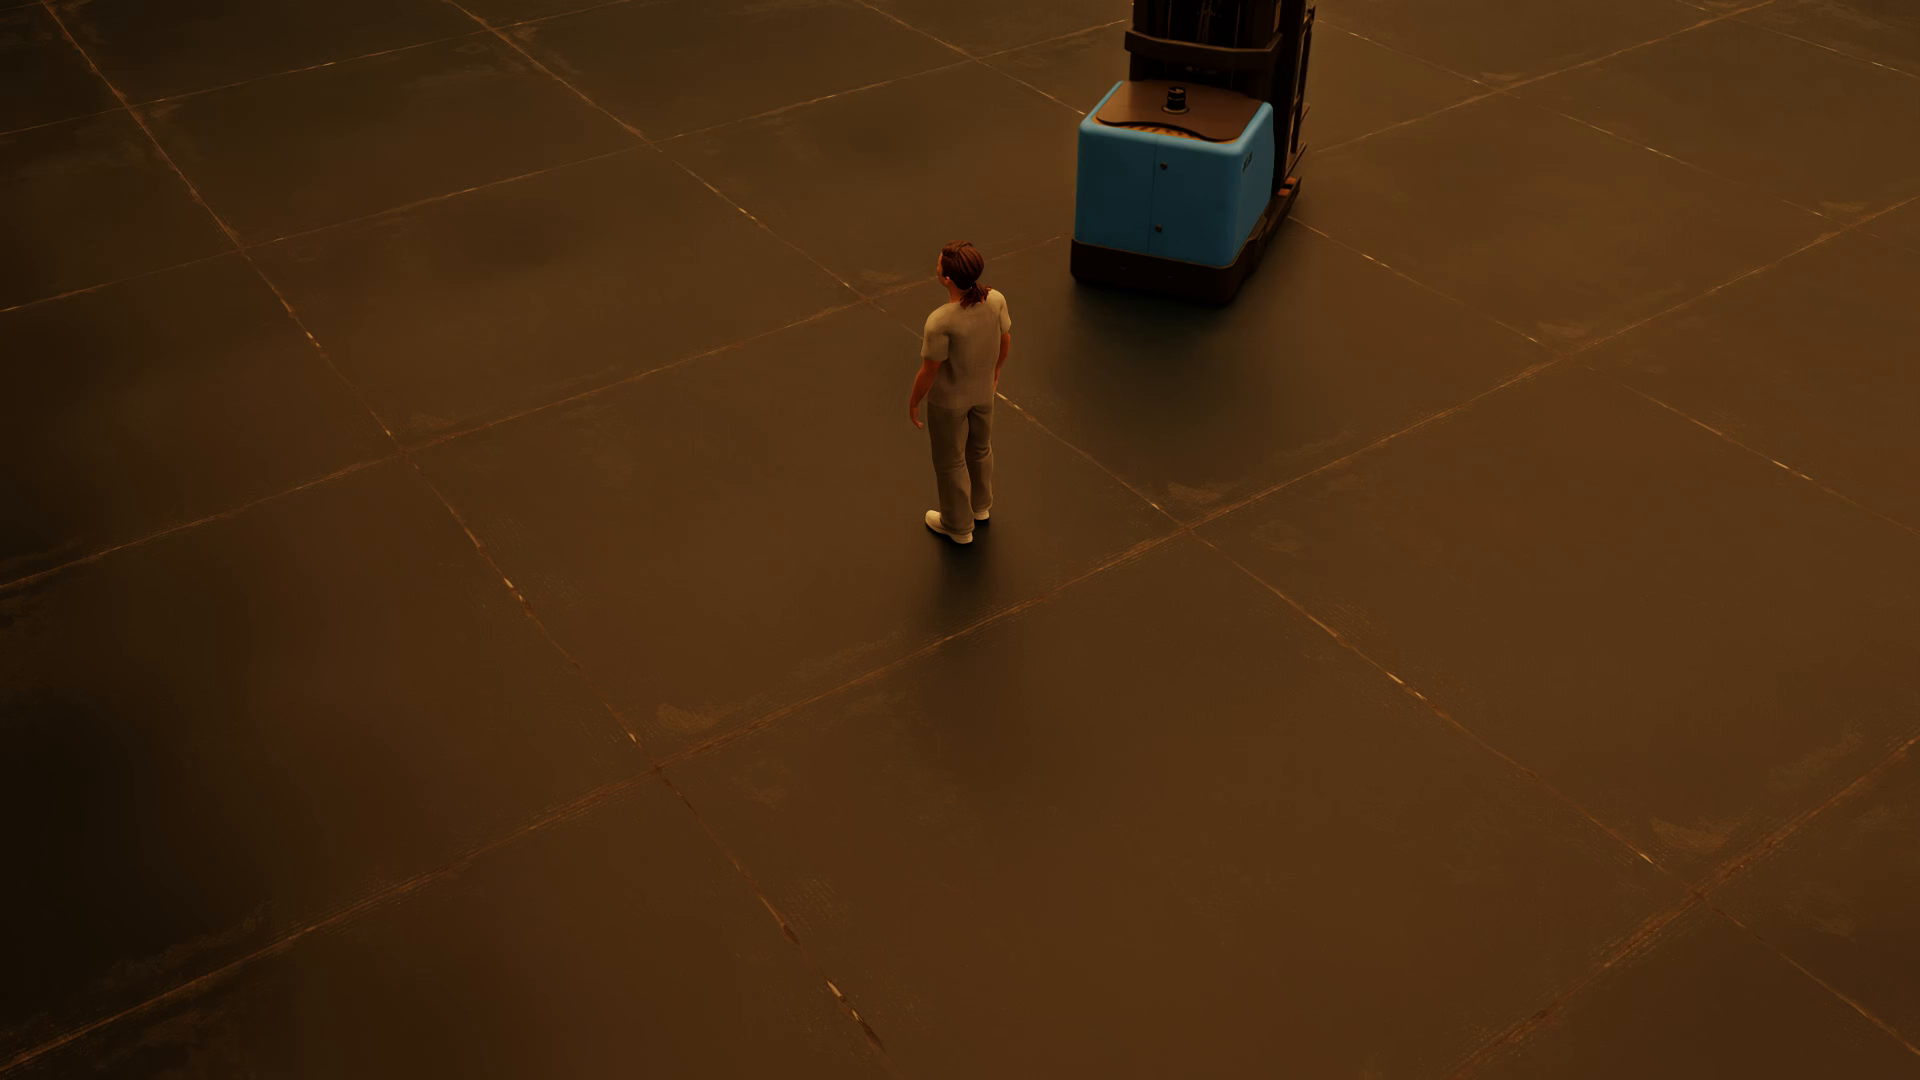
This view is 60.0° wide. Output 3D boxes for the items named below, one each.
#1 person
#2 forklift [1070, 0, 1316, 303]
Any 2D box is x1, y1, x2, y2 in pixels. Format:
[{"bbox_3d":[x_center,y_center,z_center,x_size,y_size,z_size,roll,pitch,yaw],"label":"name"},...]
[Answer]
[{"bbox_3d":[-0.032,-0.720,7.962,0.549,1.673,0.548,-23,42,-28],"label":"person"},{"bbox_3d":[1.731,-3.518,10.702,1.130,2.935,3.031,14,39,18],"label":"forklift"}]
